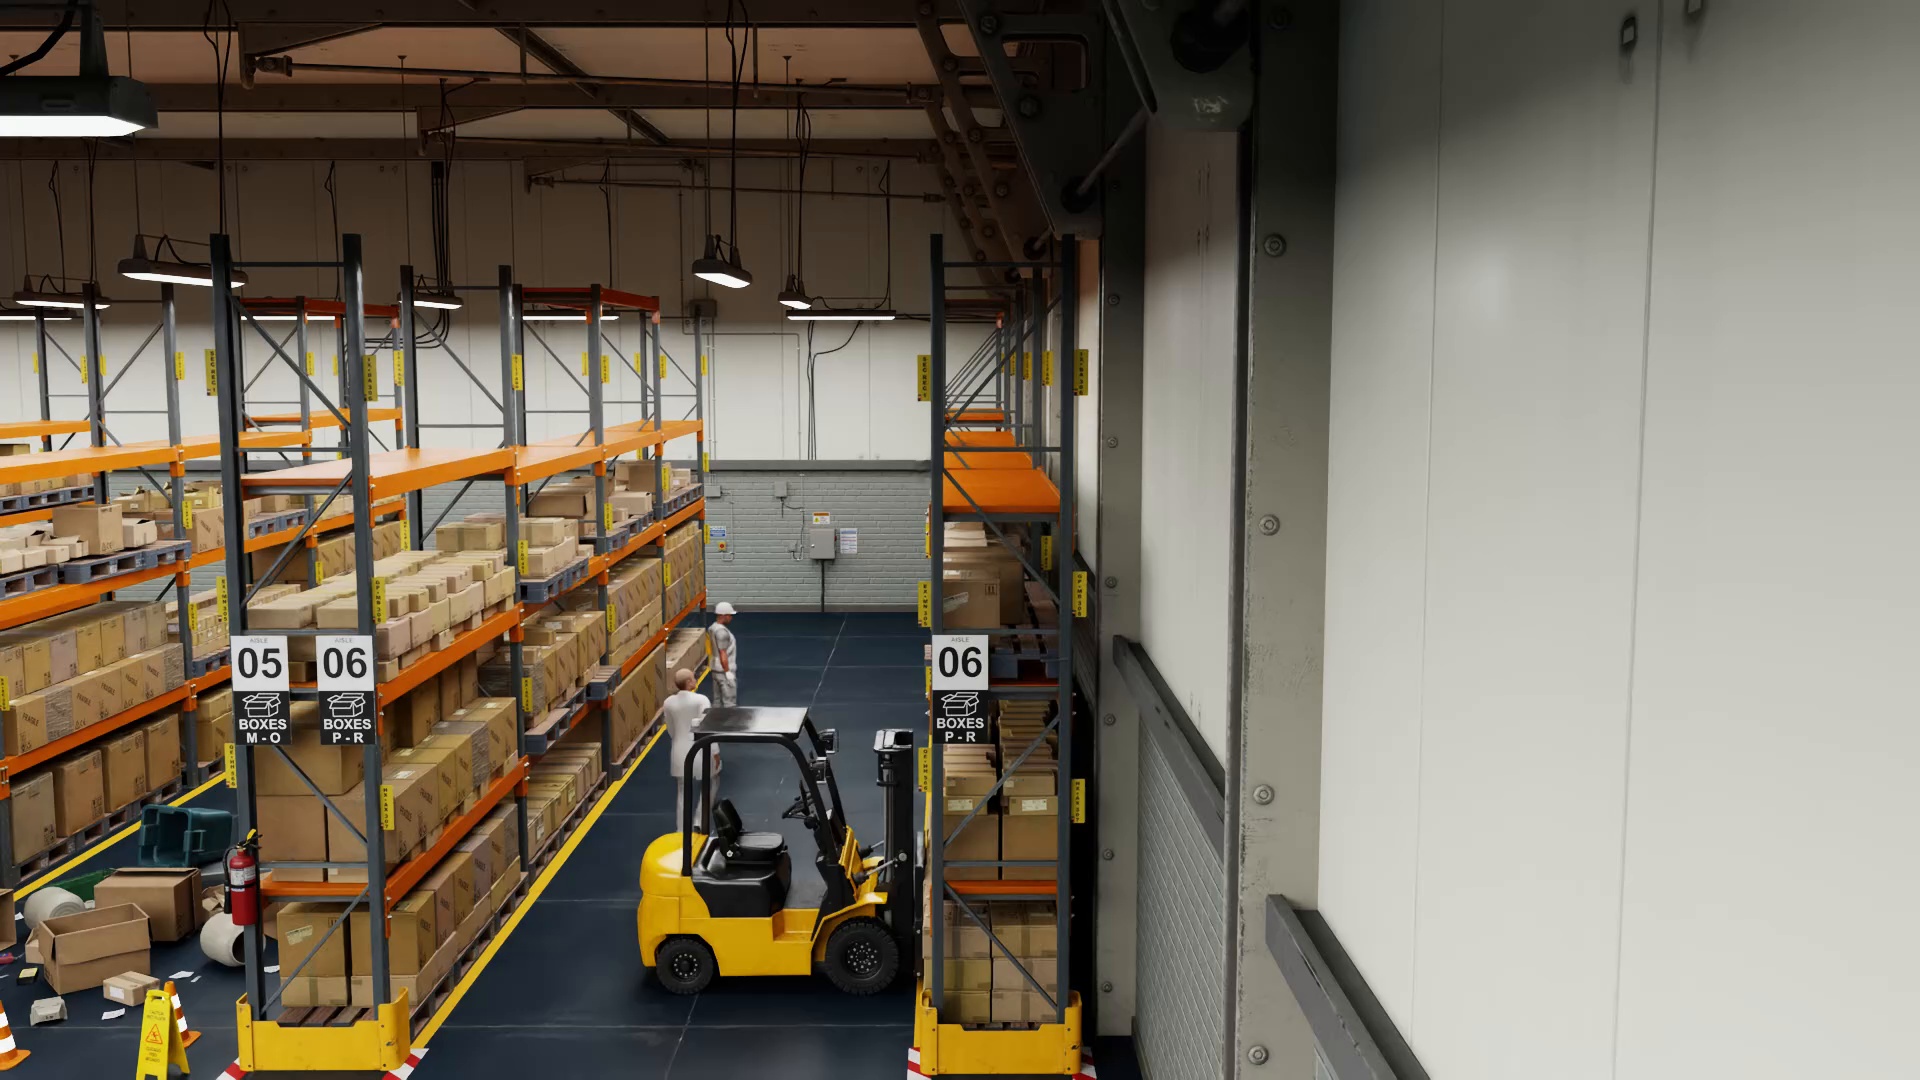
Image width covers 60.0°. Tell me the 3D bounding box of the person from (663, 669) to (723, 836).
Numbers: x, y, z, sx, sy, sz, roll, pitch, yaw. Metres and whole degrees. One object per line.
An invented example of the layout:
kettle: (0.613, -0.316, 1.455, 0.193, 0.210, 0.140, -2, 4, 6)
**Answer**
person: (-2.701, 2.184, 16.909, 0.604, 1.797, 0.753, 1, 6, 5)

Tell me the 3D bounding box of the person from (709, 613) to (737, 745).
person: (-2.942, 1.696, 21.055, 0.420, 1.740, 0.606, -3, 7, -27)
